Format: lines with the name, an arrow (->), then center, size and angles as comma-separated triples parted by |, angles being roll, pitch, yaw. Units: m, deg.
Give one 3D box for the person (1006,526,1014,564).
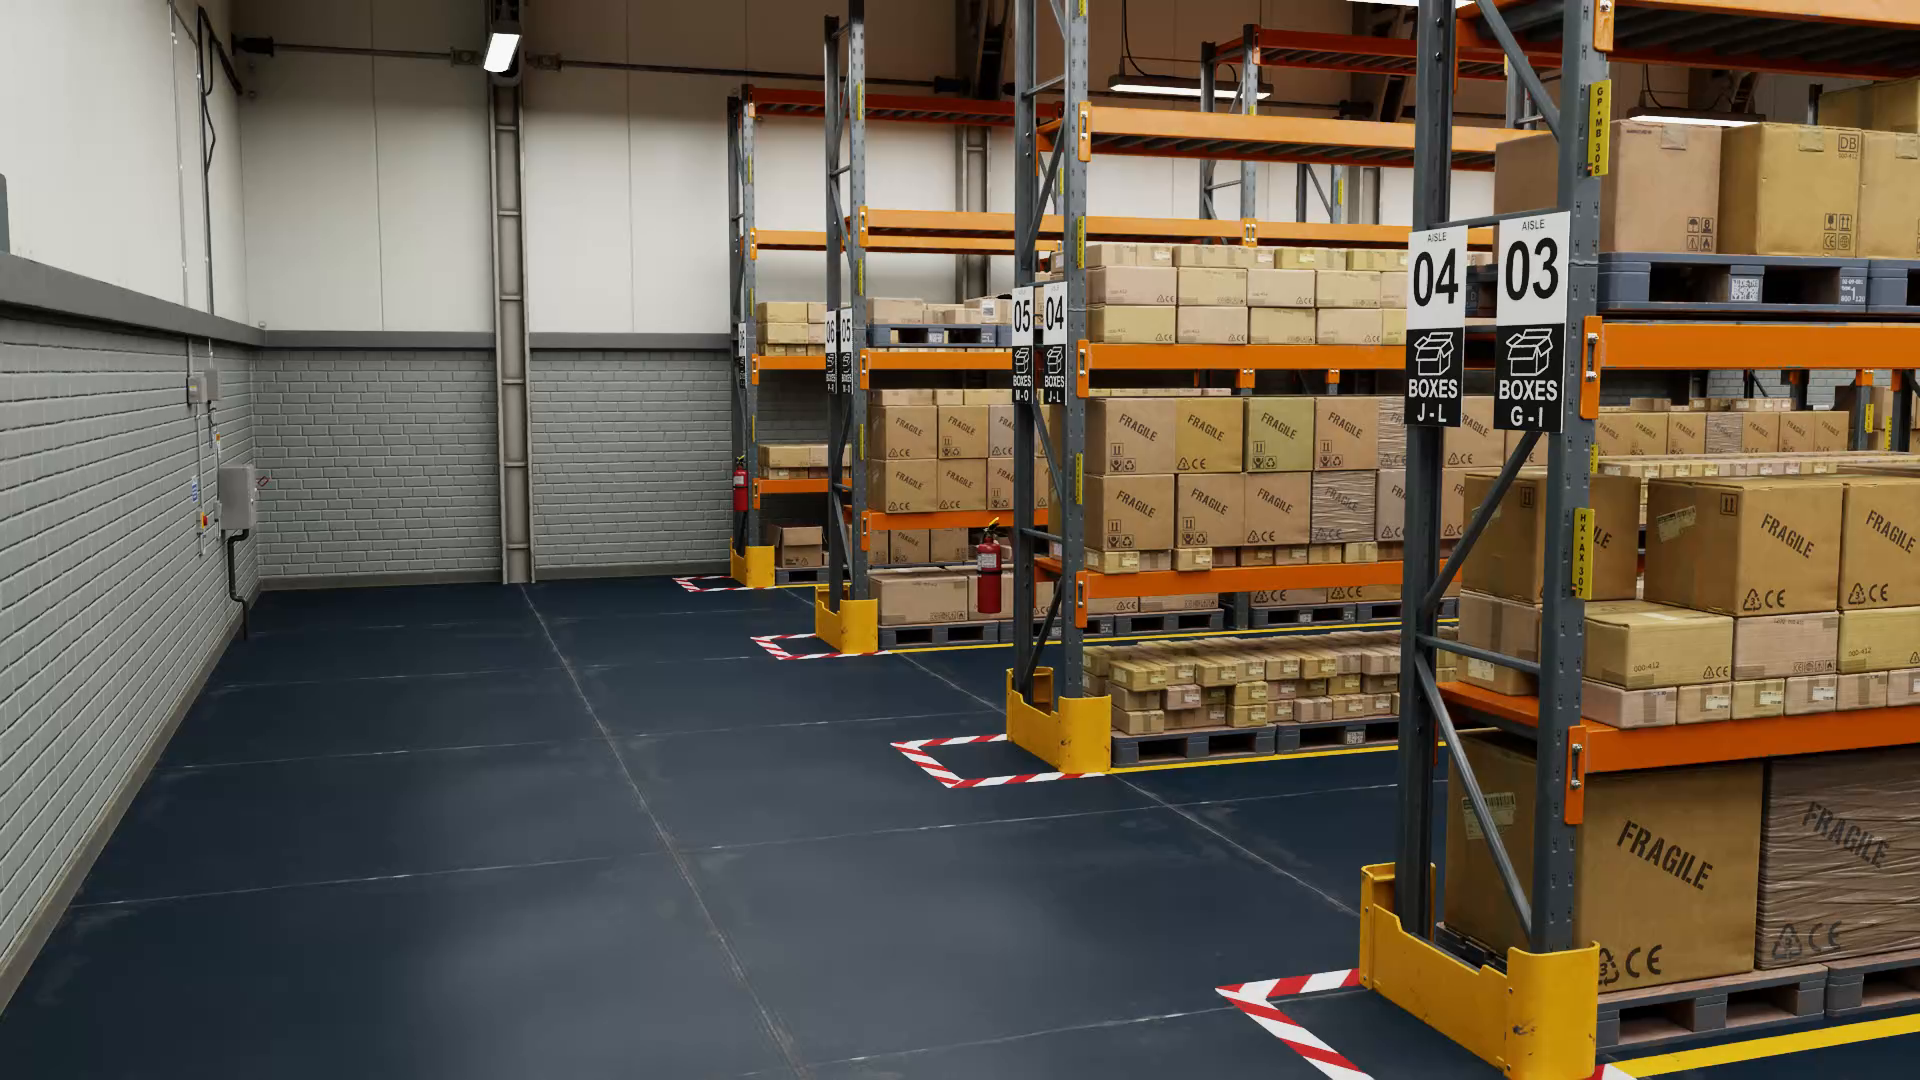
person -> 0.709, -0.184, 19.459 | 0.352, 1.672, 0.503 | -2, 6, -19
